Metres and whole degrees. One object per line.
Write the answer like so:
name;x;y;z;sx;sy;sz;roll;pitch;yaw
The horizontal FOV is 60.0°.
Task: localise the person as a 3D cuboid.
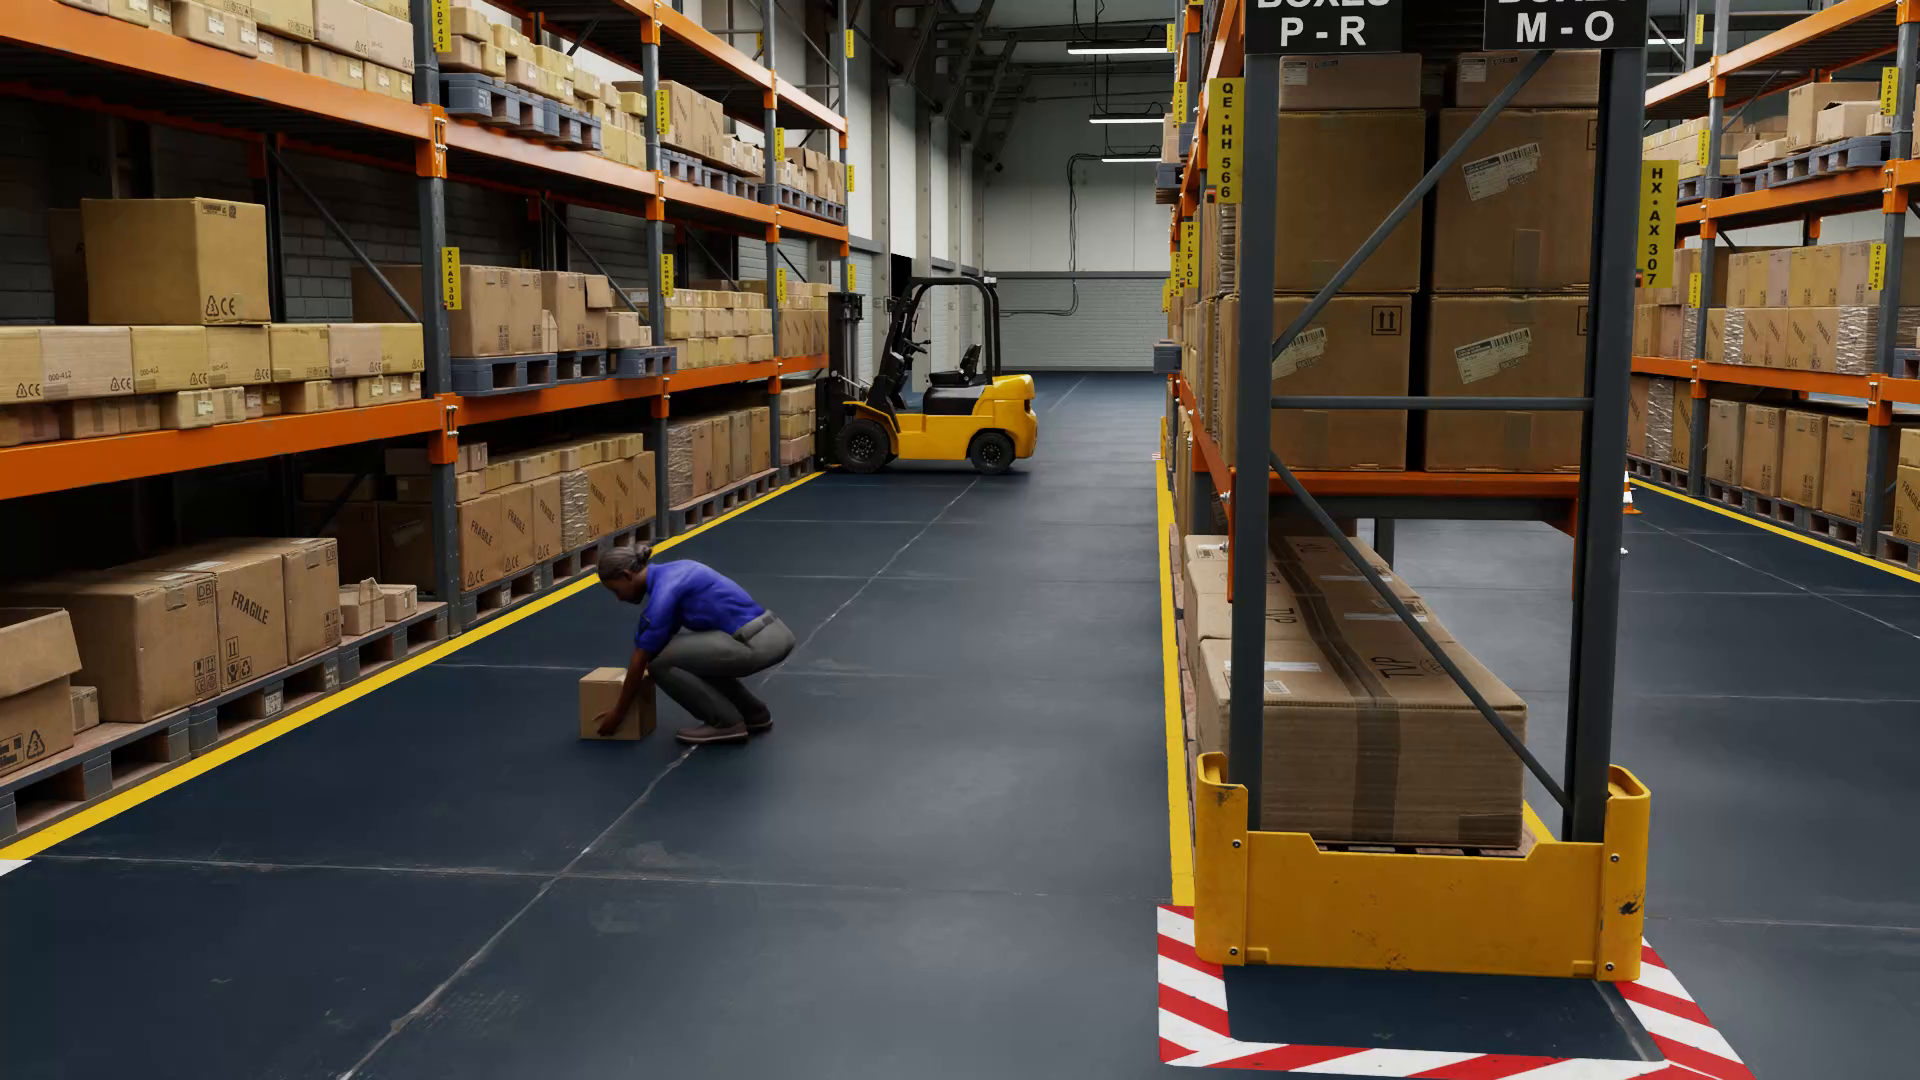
person;-1.099;0.421;6.908;0.810;0.811;0.478;1;8;6
